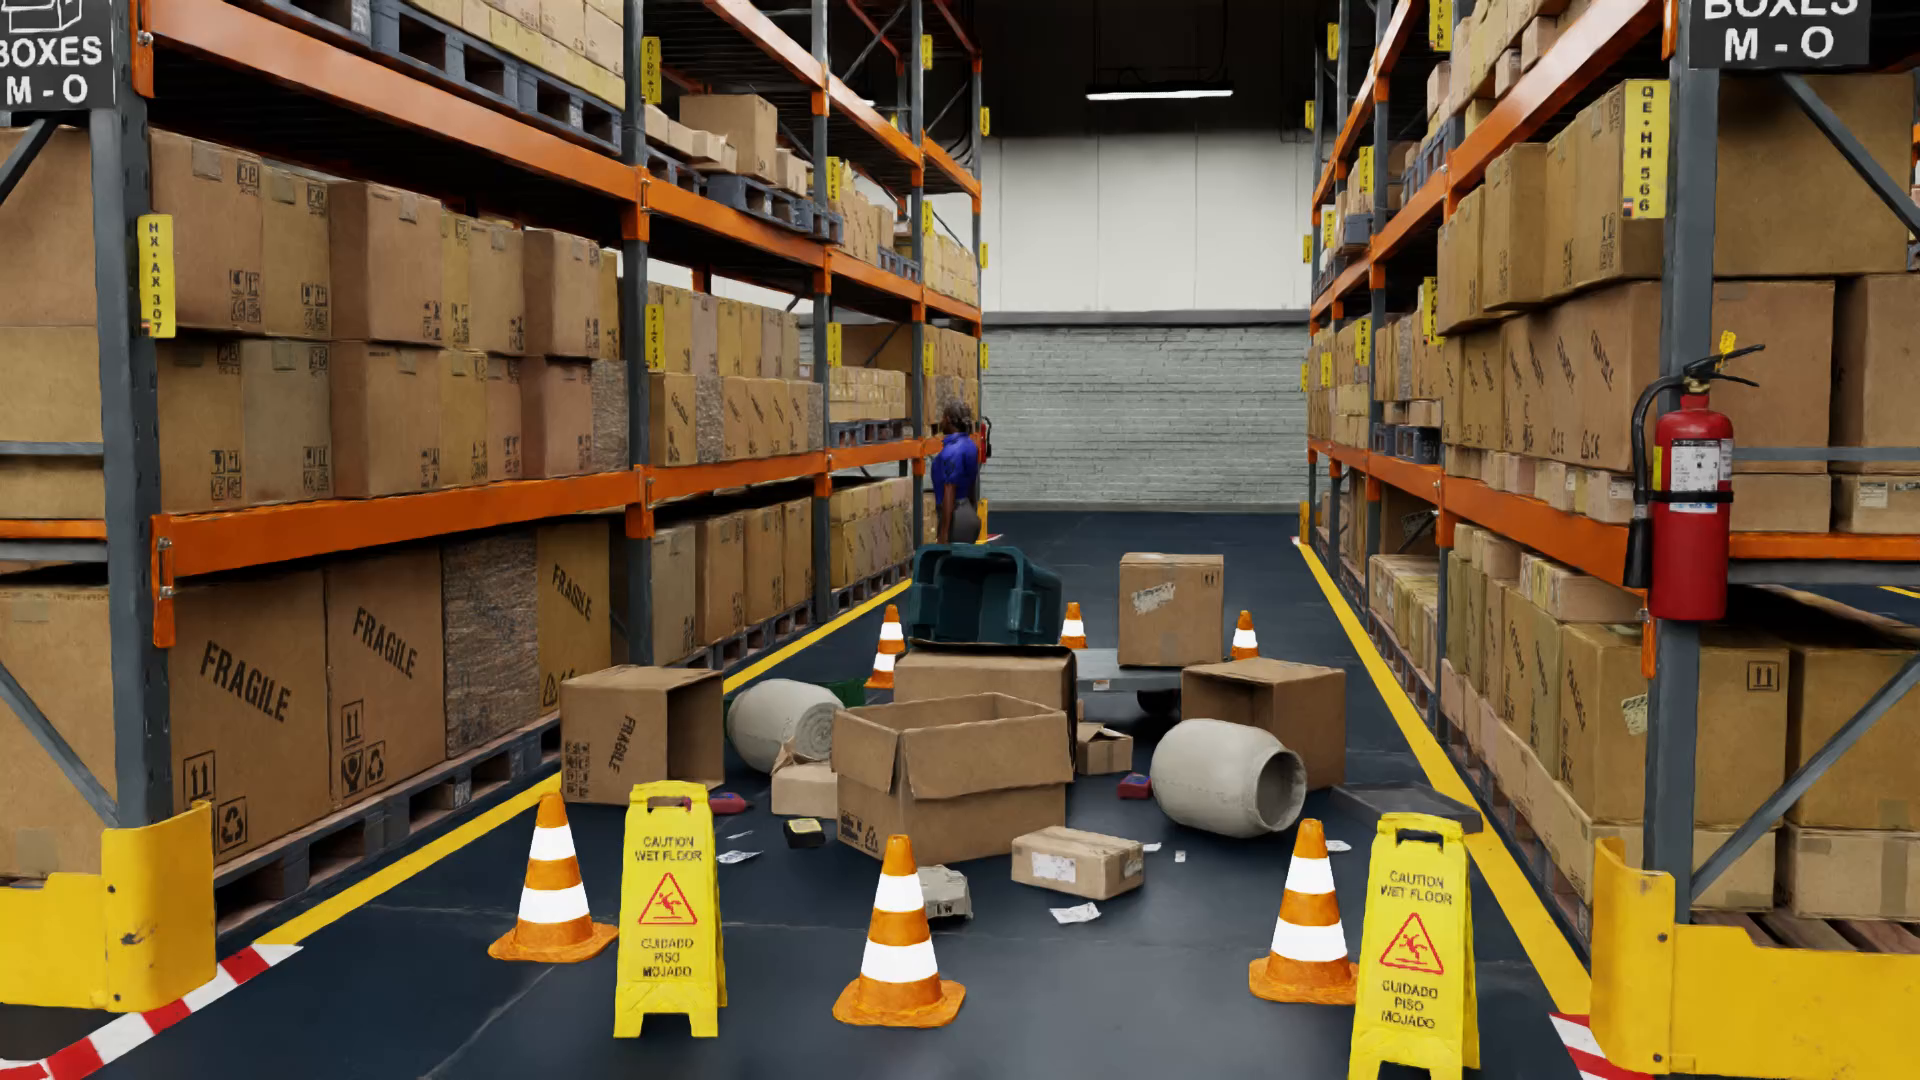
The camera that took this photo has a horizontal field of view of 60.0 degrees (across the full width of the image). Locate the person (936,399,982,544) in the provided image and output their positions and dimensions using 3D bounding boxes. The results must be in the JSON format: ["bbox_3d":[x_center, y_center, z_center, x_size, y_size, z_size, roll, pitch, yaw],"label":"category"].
[{"bbox_3d":[-0.015,-0.072,10.681,0.295,1.666,0.565,1,5,14],"label":"person"}]
